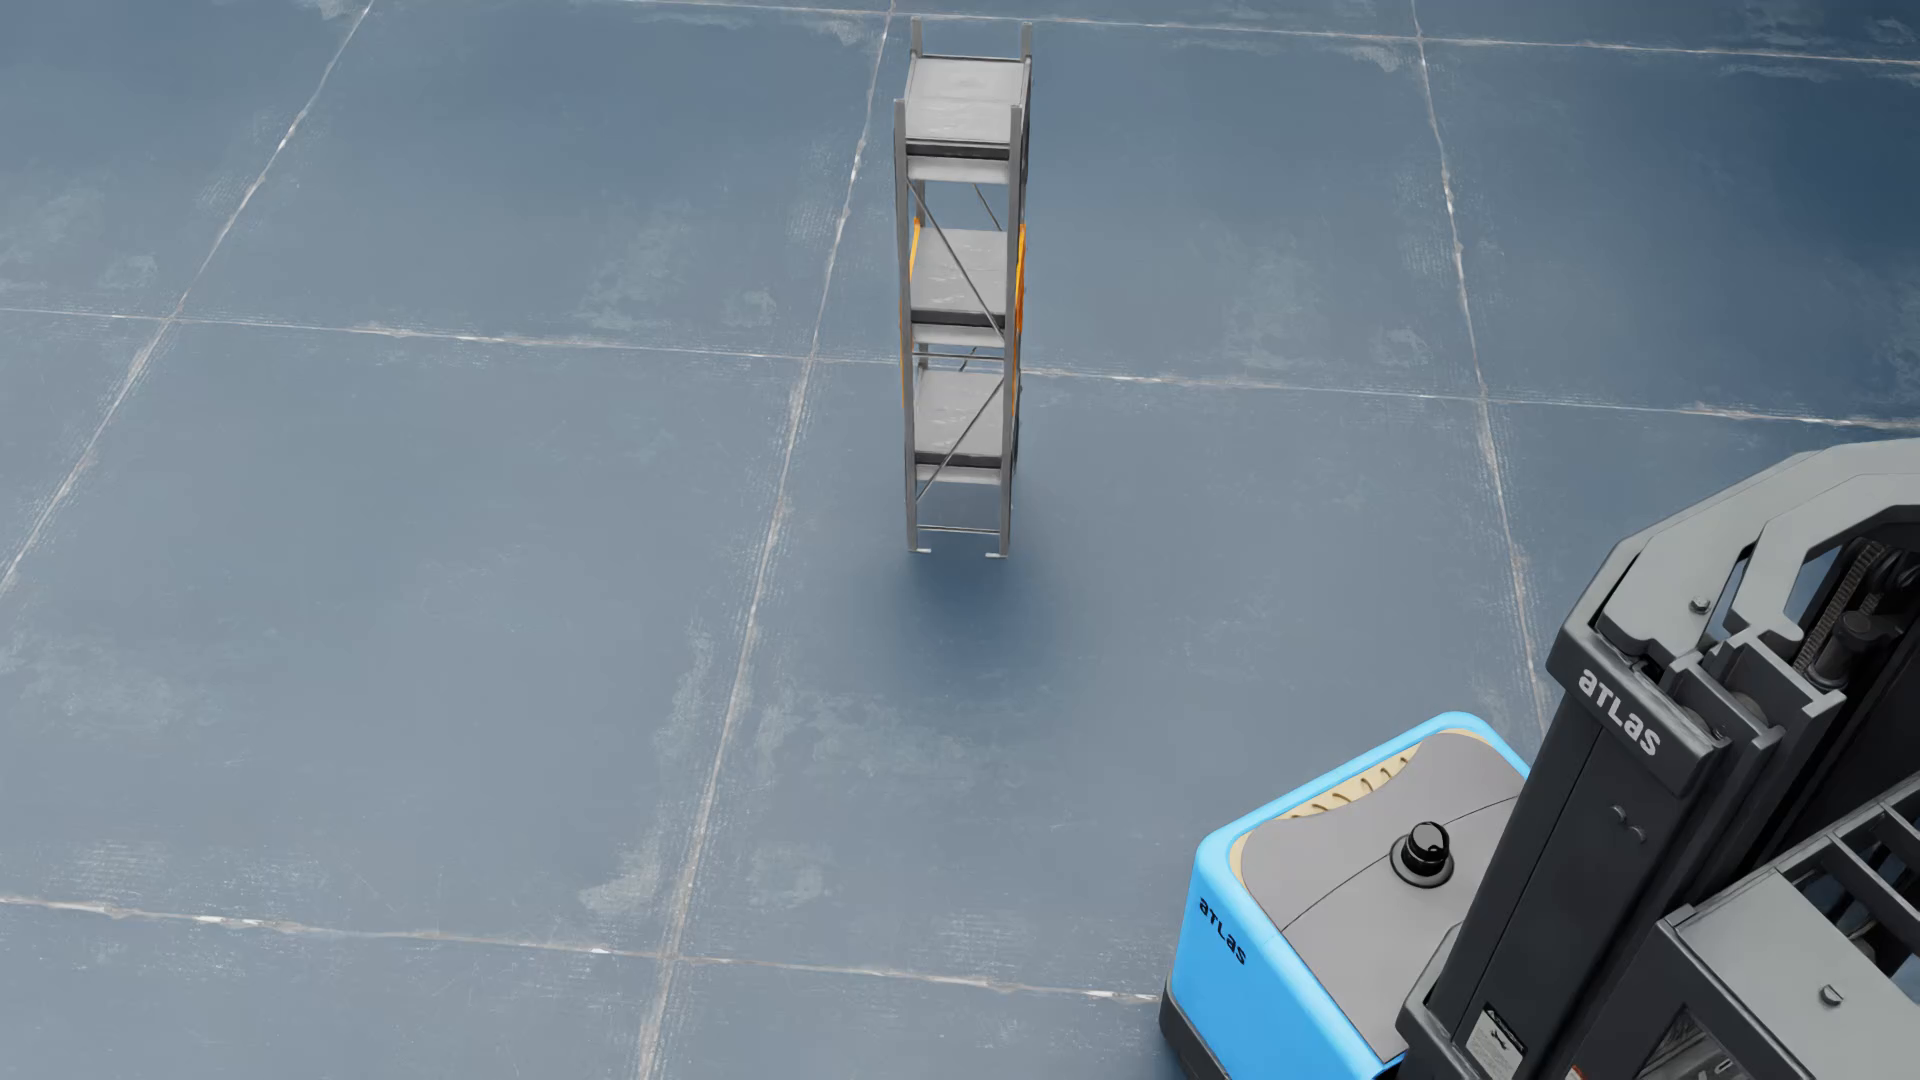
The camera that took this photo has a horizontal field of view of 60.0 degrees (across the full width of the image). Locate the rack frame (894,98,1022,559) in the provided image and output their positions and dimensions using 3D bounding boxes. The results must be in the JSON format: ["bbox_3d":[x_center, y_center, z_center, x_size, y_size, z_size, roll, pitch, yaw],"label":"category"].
[{"bbox_3d":[-0.007,-0.651,5.948,0.400,2.100,0.015,4,48,4],"label":"rack frame"}]

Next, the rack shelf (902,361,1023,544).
[{"bbox_3d":[0.015,-0.349,6.639,0.431,0.518,0.480,4,48,4],"label":"rack shelf"}]

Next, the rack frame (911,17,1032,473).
[{"bbox_3d":[0.037,-1.010,6.276,0.400,2.100,0.015,4,48,4],"label":"rack frame"}]

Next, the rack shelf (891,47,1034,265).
[{"bbox_3d":[0.015,-1.294,5.606,0.431,0.518,0.480,4,48,4],"label":"rack shelf"}]

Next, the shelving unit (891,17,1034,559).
[{"bbox_3d":[0.015,-0.830,6.112,0.431,2.100,0.503,4,48,4],"label":"shelving unit"}]

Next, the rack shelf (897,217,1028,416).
[{"bbox_3d":[0.015,-0.821,6.122,0.431,0.518,0.480,4,48,4],"label":"rack shelf"}]

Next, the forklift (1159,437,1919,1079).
[{"bbox_3d":[1.799,1.338,3.566,1.130,2.935,3.031,-23,52,-20],"label":"forklift"}]
